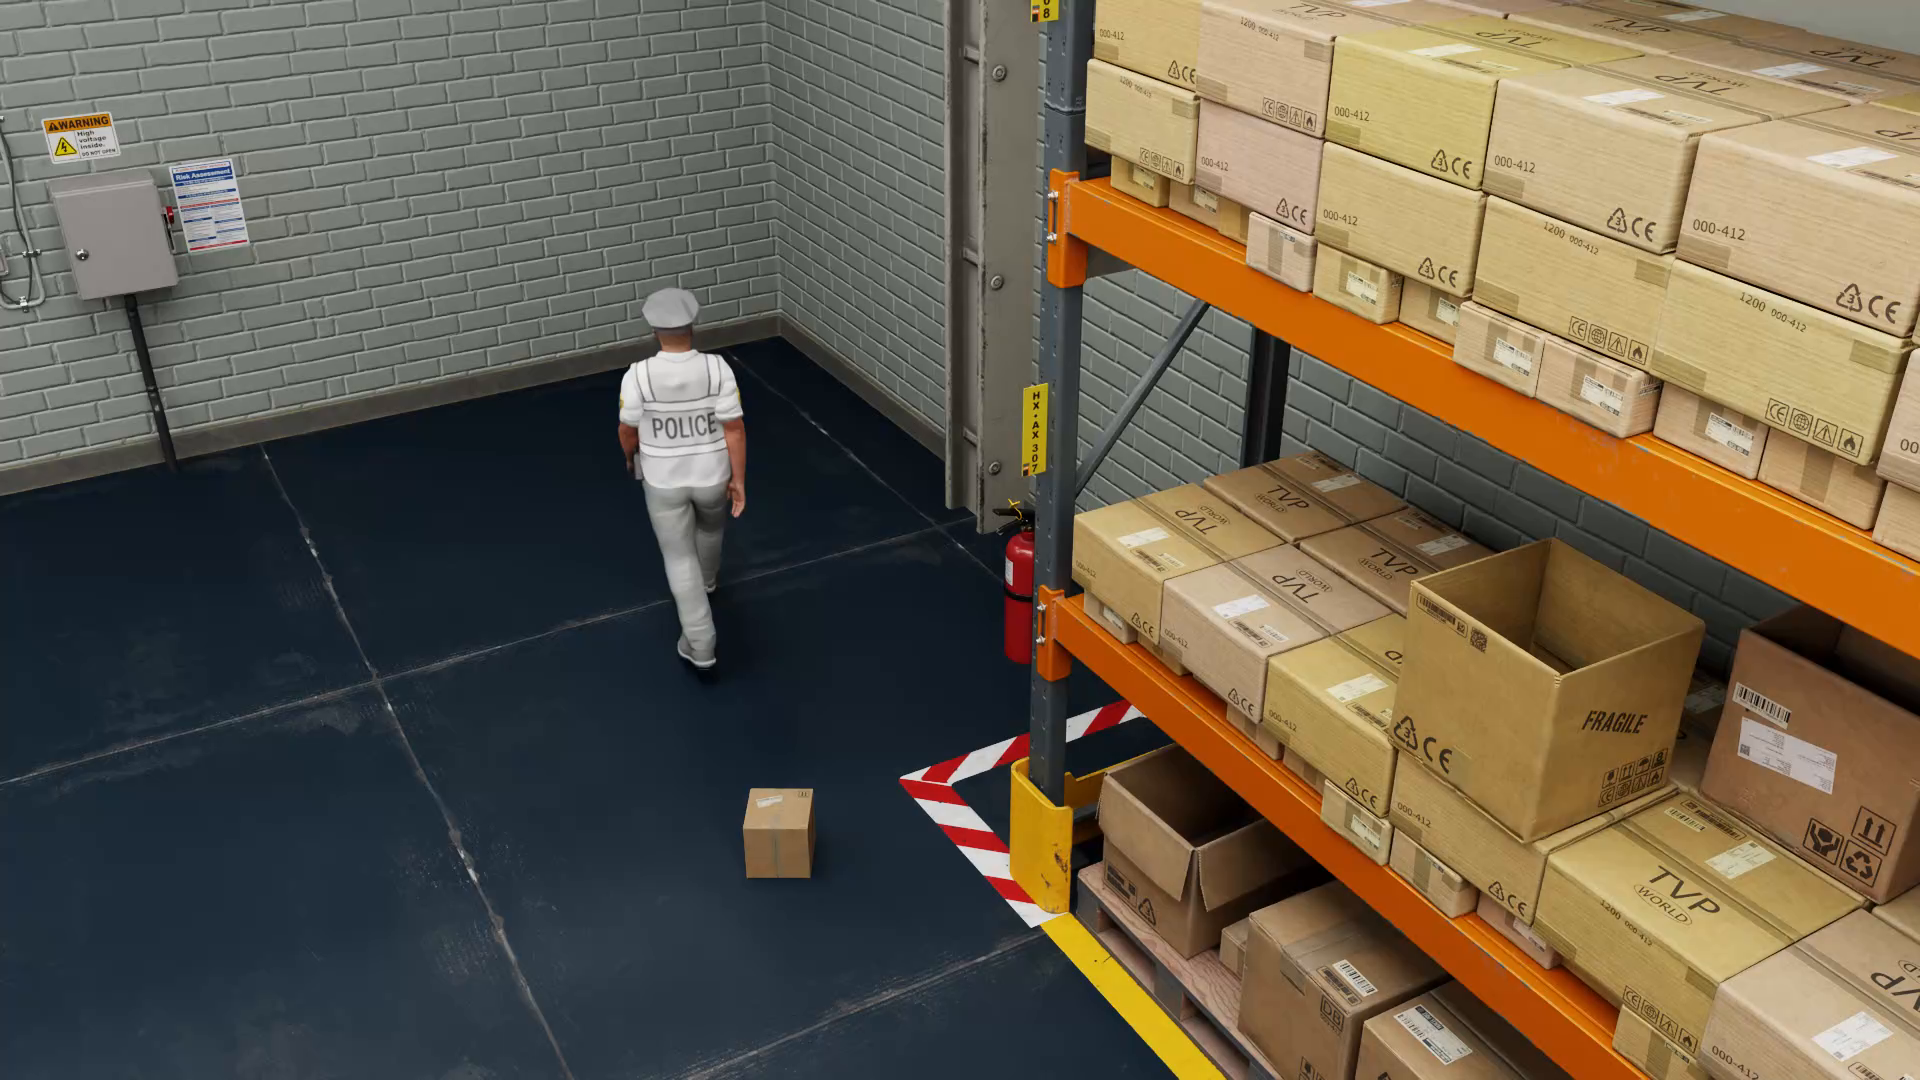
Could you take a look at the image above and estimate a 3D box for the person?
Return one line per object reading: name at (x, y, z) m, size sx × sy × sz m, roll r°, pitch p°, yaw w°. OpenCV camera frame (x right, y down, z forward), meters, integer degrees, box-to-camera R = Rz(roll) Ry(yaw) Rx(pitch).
person at (-1.297, -0.366, 7.731) m, size 0.547 × 1.706 × 1.061 m, roll -10°, pitch 30°, yaw -18°
